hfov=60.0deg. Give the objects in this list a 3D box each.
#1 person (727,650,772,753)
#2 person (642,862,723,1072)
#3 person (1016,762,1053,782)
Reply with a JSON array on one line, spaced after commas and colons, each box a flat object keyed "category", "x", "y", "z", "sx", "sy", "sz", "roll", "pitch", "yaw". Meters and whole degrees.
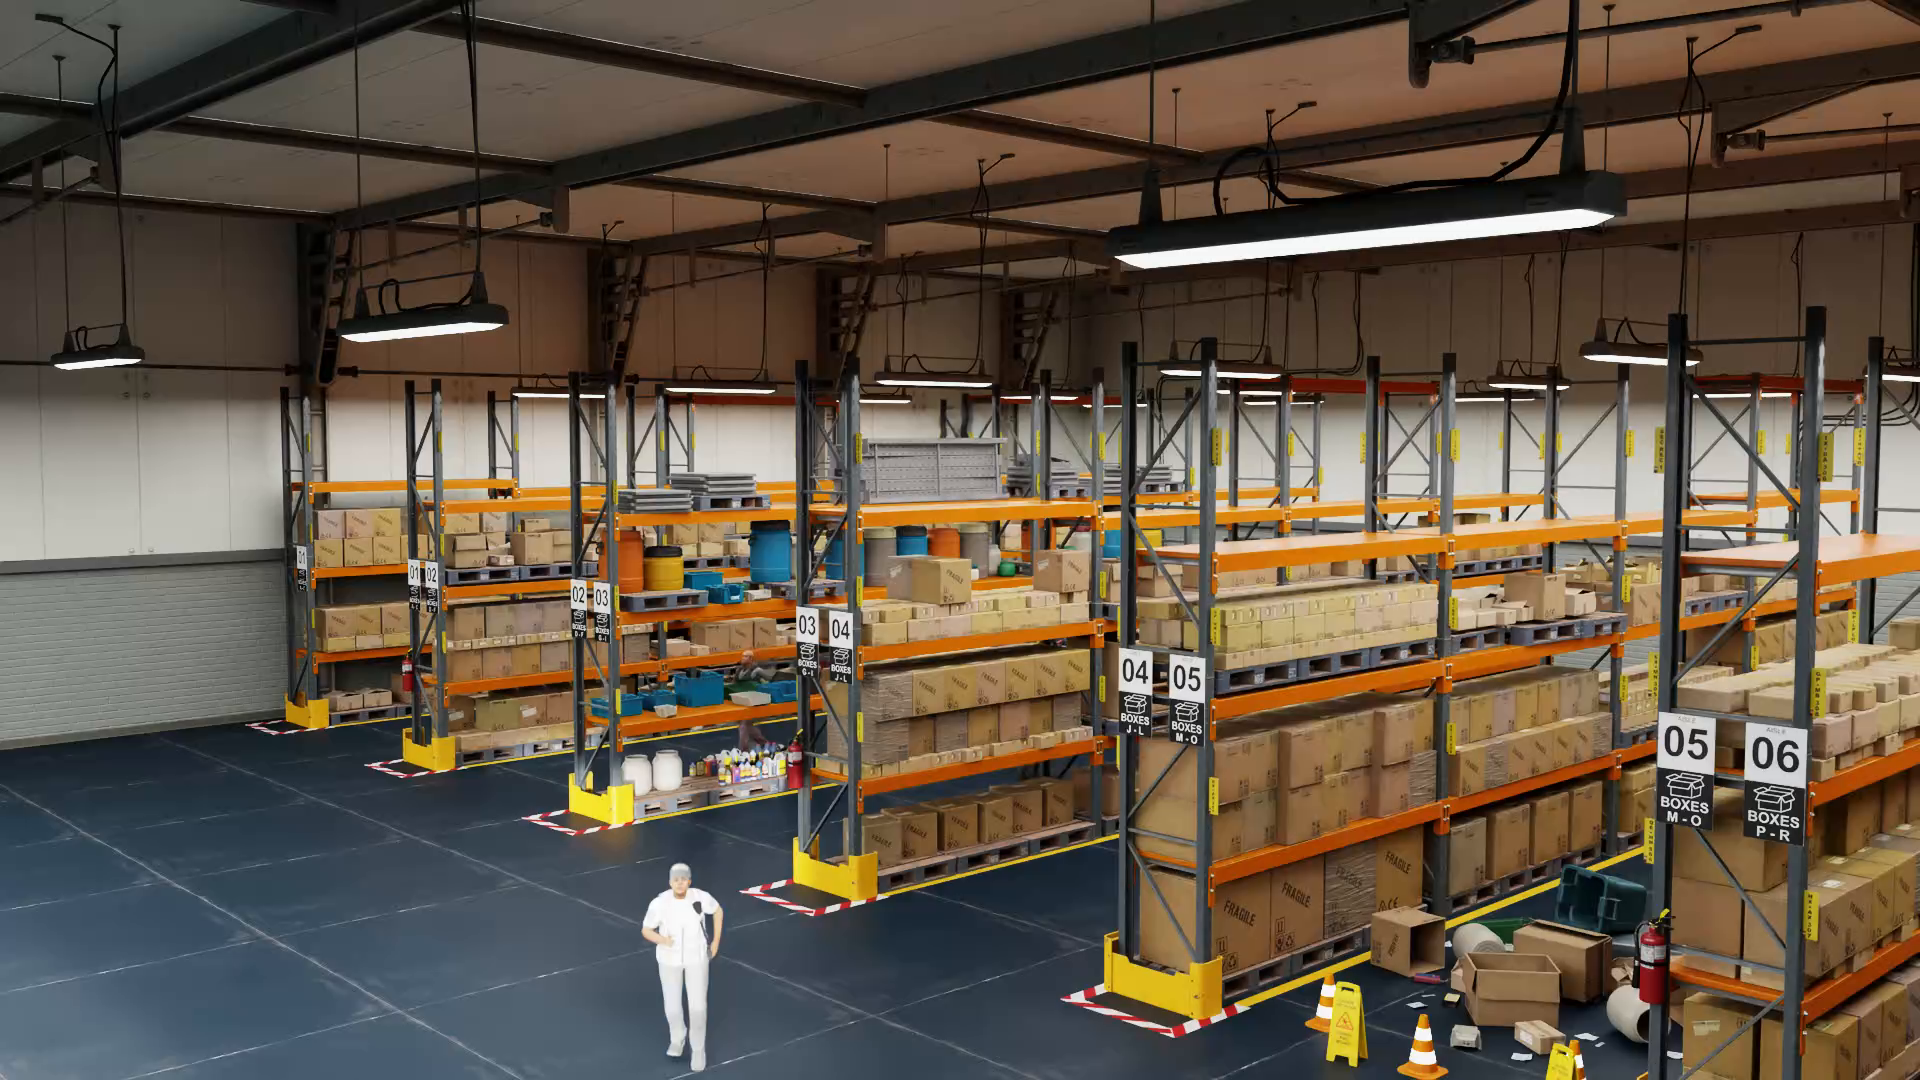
[{"category": "person", "x": -3.341, "y": 2.615, "z": 26.205, "sx": 0.647, "sy": 1.760, "sz": 0.837, "roll": 4, "pitch": 5, "yaw": 45}, {"category": "person", "x": -2.264, "y": 3.473, "z": 13.570, "sx": 0.646, "sy": 1.707, "sz": 0.682, "roll": 0, "pitch": 4, "yaw": -7}, {"category": "person", "x": 1.027, "y": 2.876, "z": 23.237, "sx": 0.574, "sy": 1.603, "sz": 0.587, "roll": 4, "pitch": 5, "yaw": 44}]
